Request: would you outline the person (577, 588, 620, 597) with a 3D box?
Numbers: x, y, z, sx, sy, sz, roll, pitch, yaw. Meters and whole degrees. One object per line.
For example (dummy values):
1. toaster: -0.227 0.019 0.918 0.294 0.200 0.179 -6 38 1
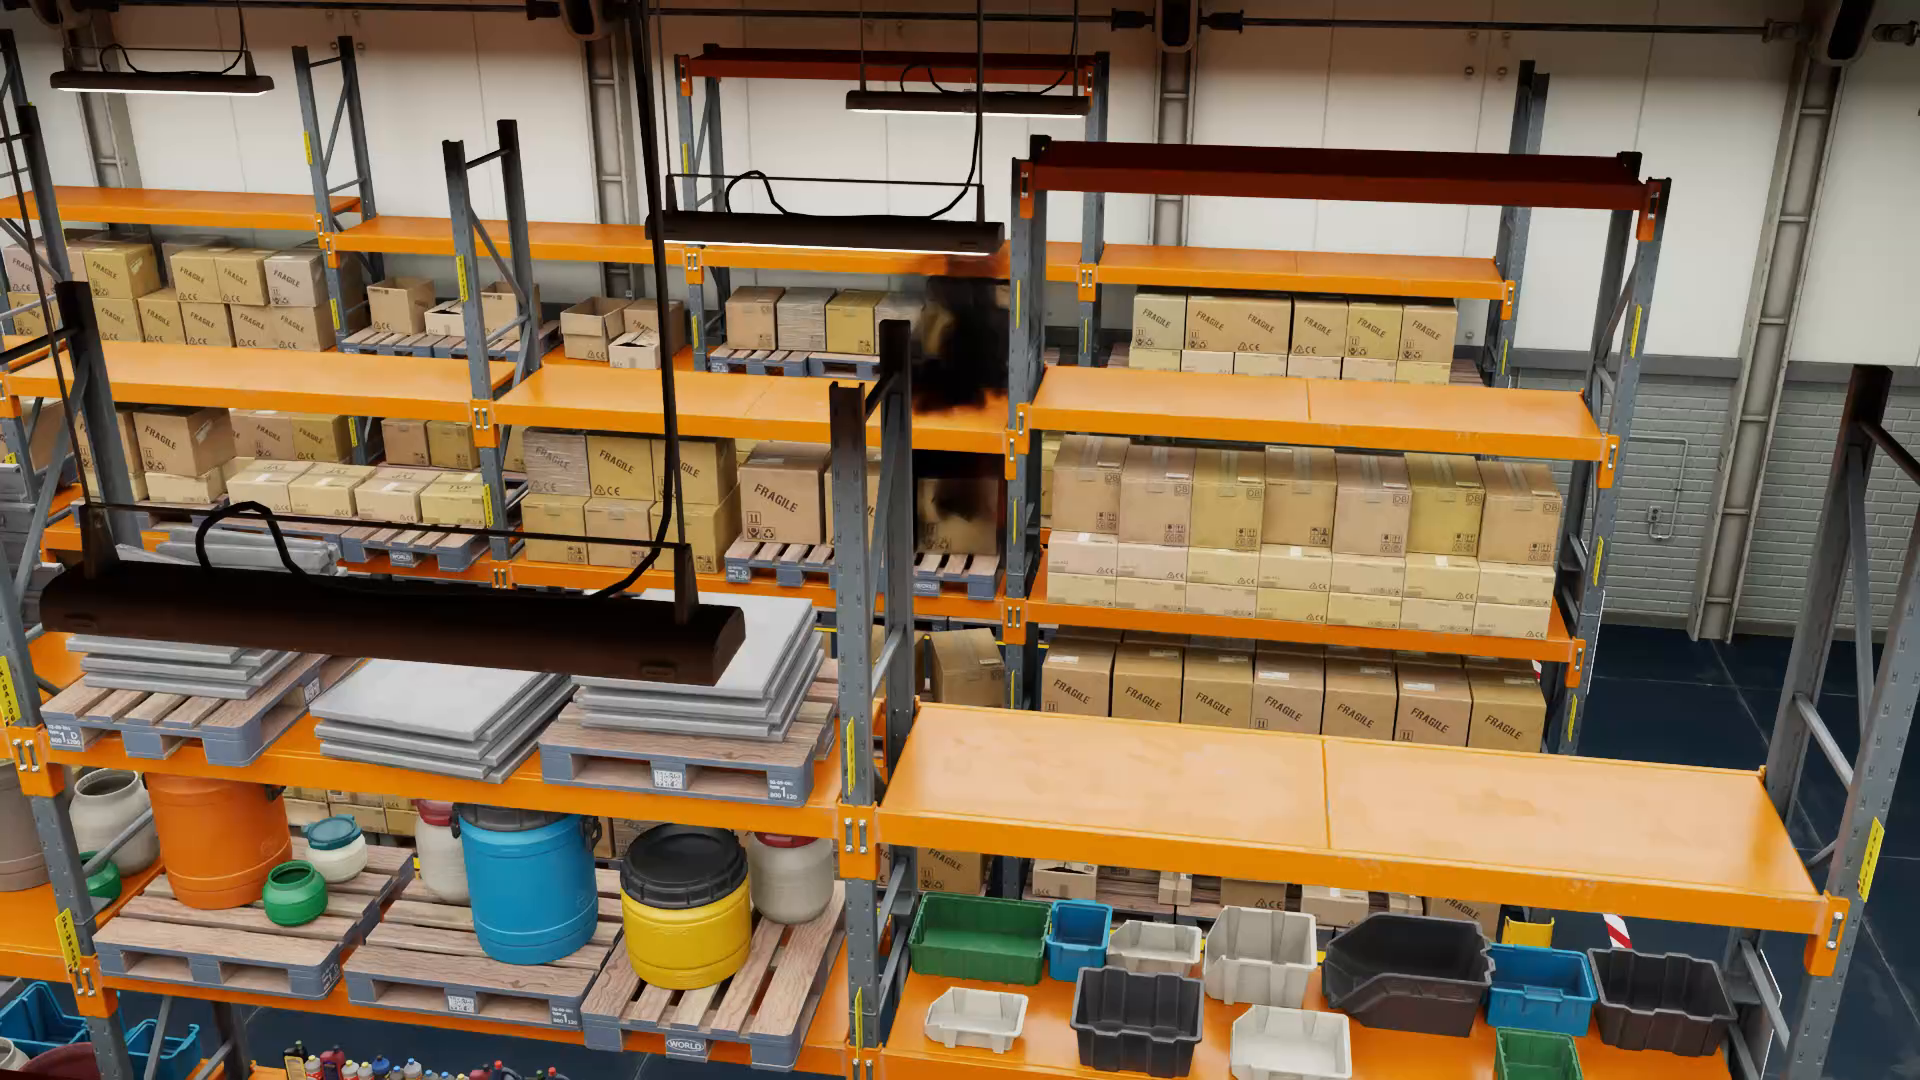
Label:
1. person: -3.591 0.866 16.240 0.537 1.626 0.606 -1 23 -2
